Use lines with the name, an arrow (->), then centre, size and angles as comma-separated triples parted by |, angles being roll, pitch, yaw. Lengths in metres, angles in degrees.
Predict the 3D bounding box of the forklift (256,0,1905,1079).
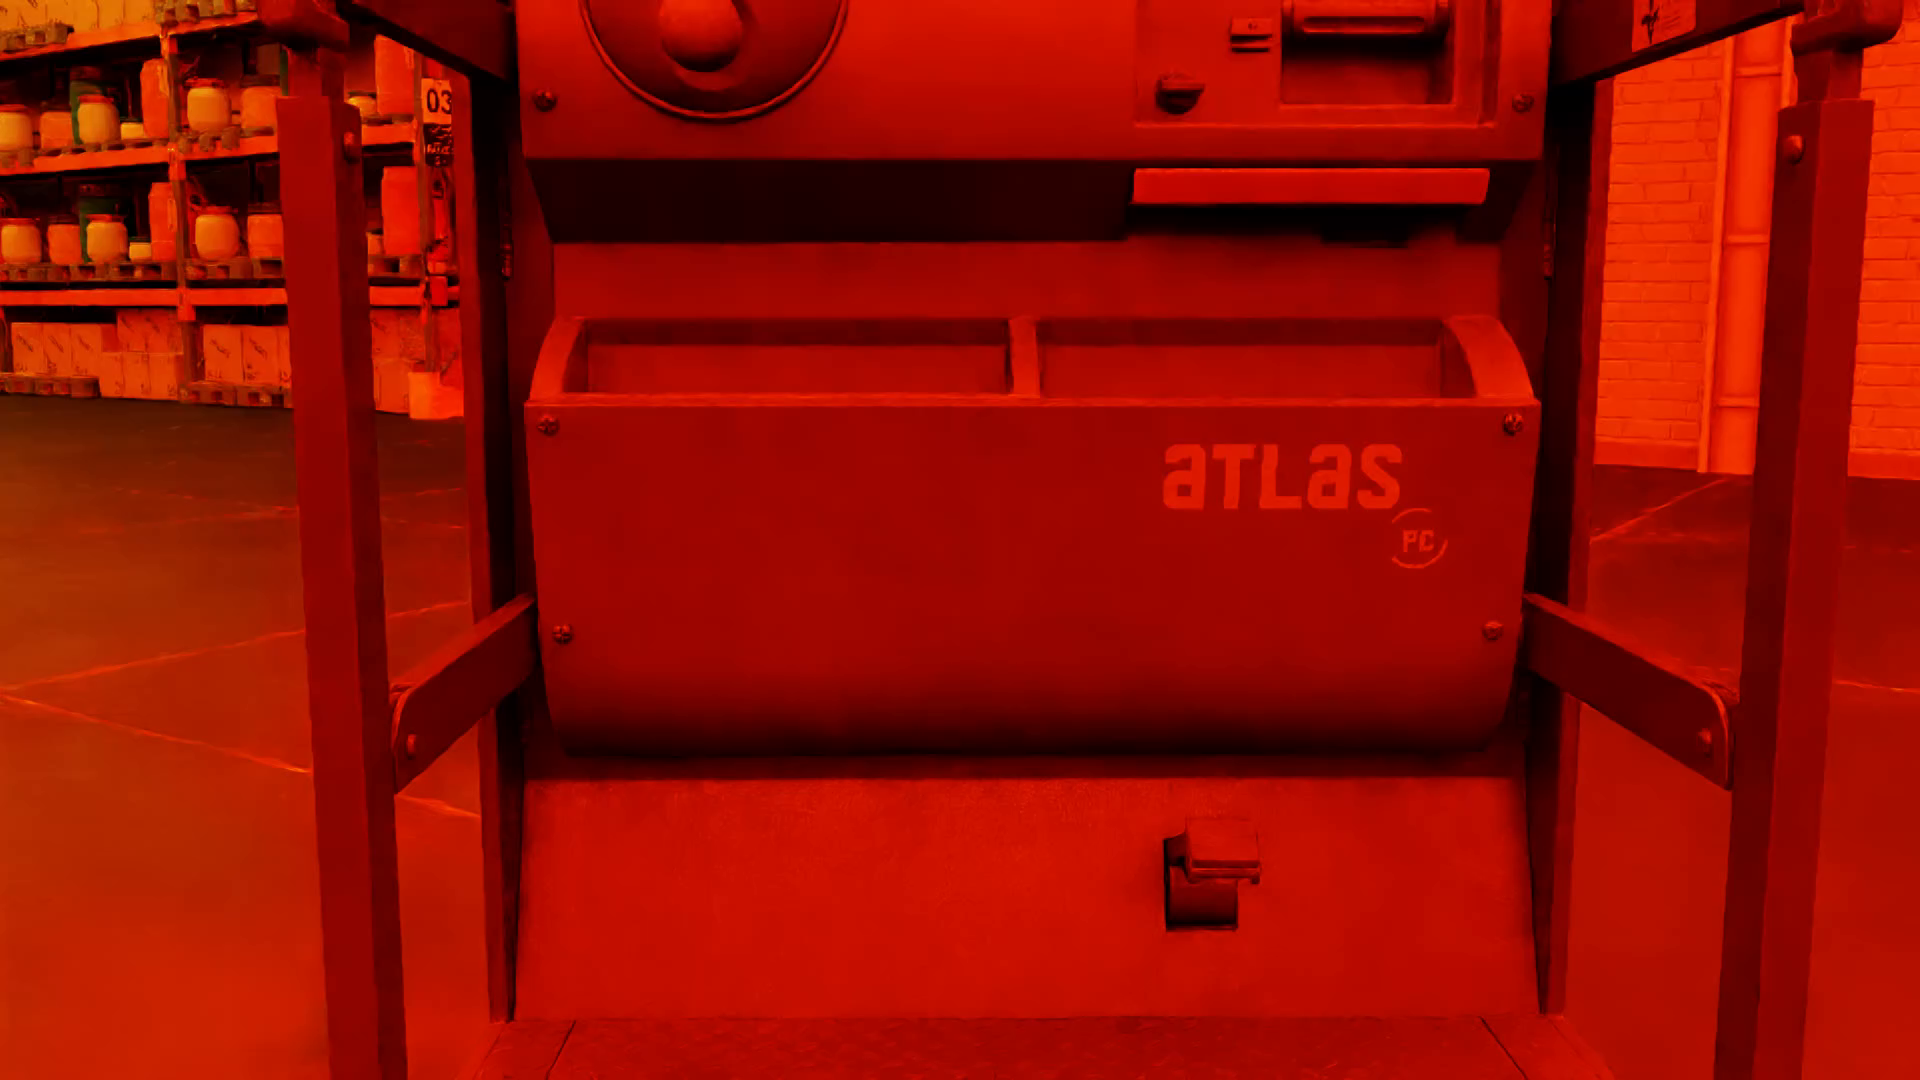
forklift -> 0.072, -0.586, 1.314 | 1.130, 2.935, 3.031 | 0, 8, -1
